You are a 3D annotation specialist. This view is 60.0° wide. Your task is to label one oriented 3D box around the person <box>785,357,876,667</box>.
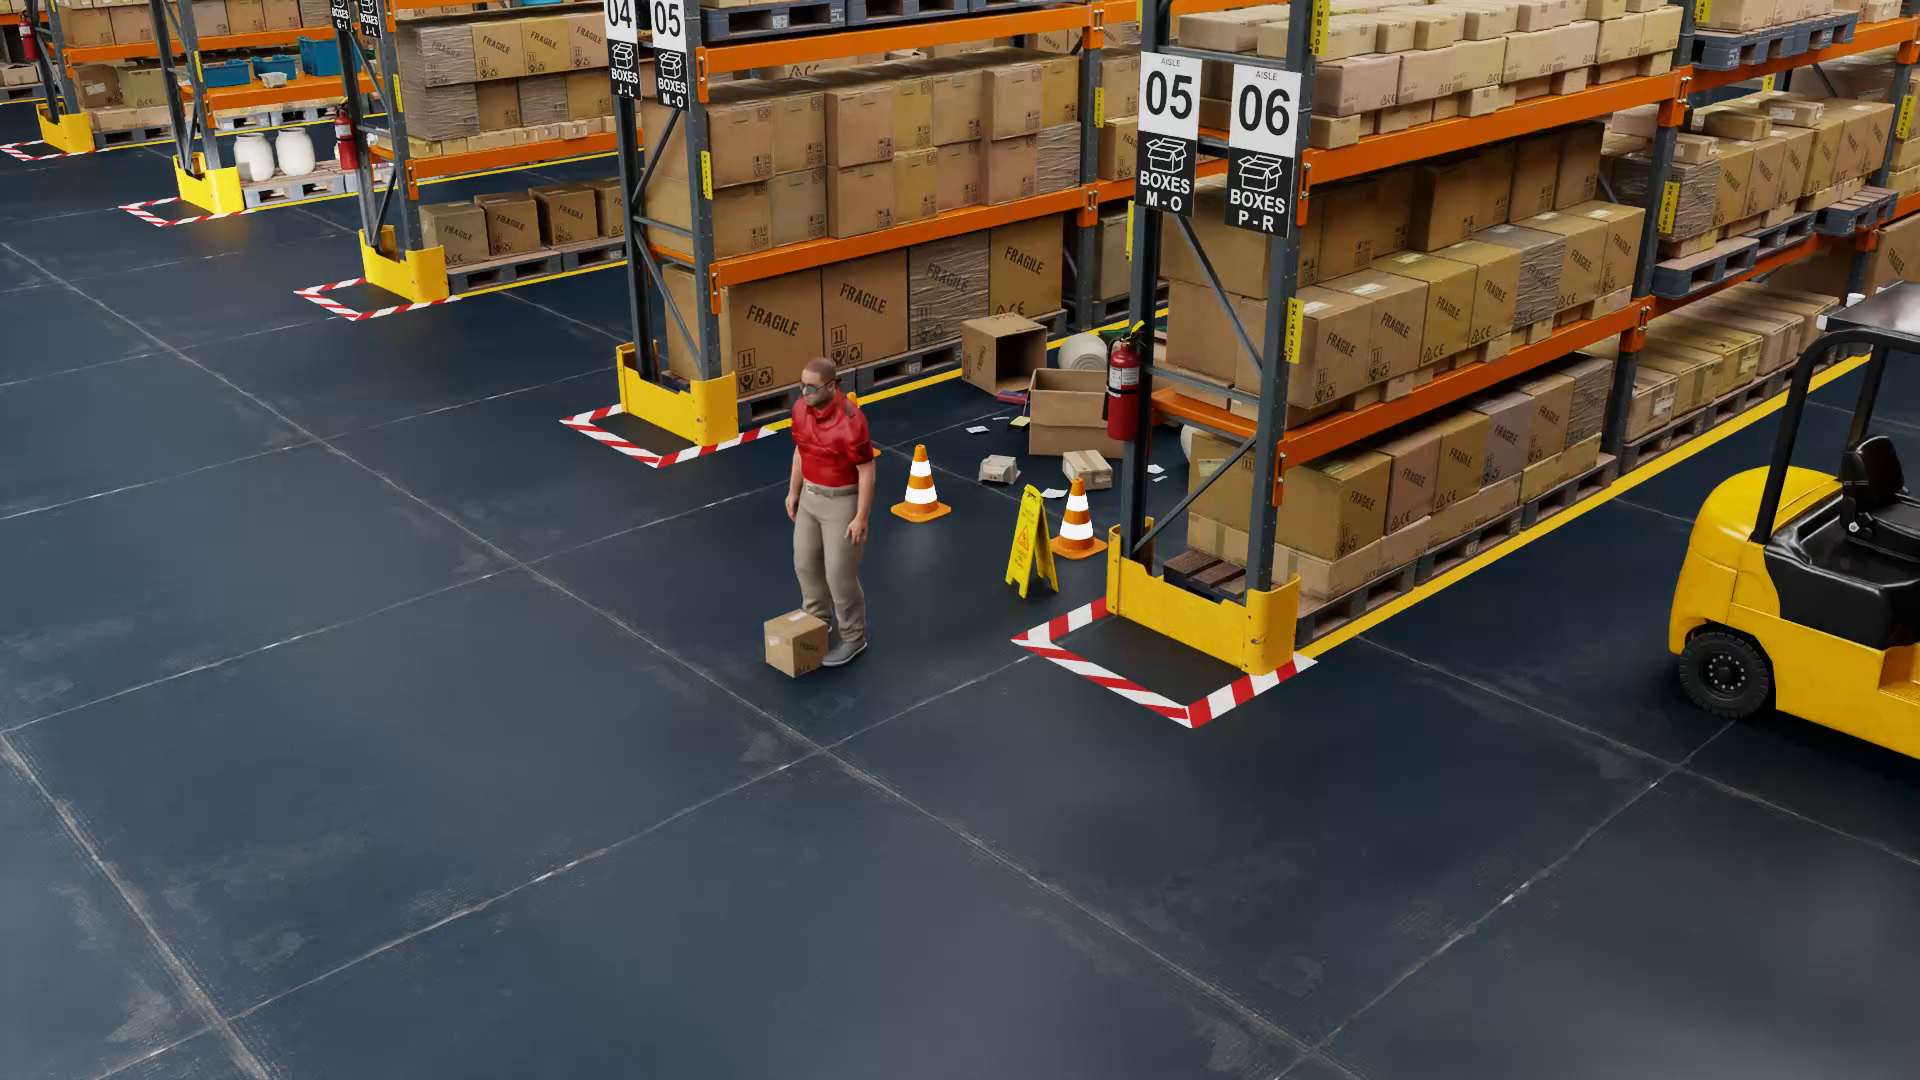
[{"bbox_3d":[-0.713,-0.179,9.019,0.606,1.727,0.391,21,32,39],"label":"person"}]
